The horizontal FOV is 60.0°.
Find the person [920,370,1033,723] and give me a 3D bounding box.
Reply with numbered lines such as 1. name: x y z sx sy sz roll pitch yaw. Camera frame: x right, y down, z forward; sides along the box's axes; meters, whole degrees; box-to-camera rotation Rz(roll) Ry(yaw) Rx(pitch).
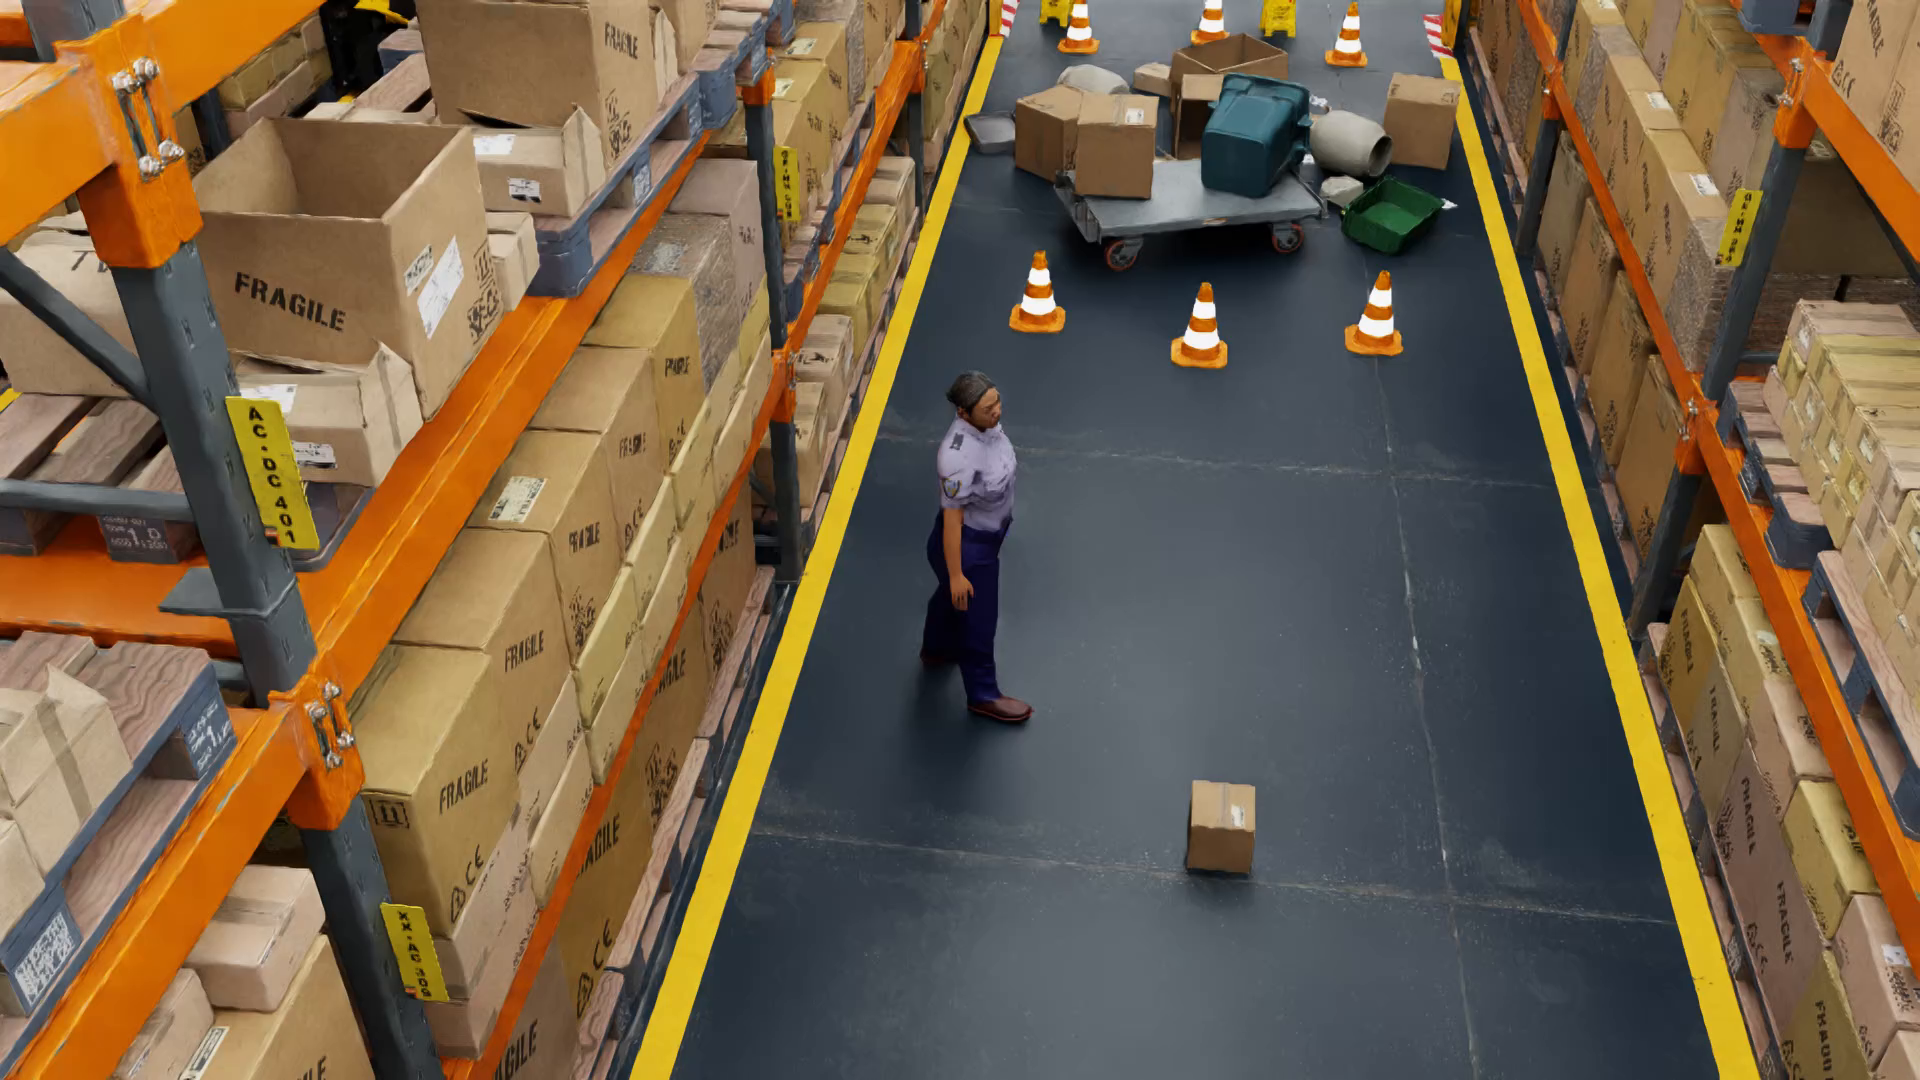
1. person: 0.069 0.010 7.013 0.569 1.636 0.671 7 37 10
